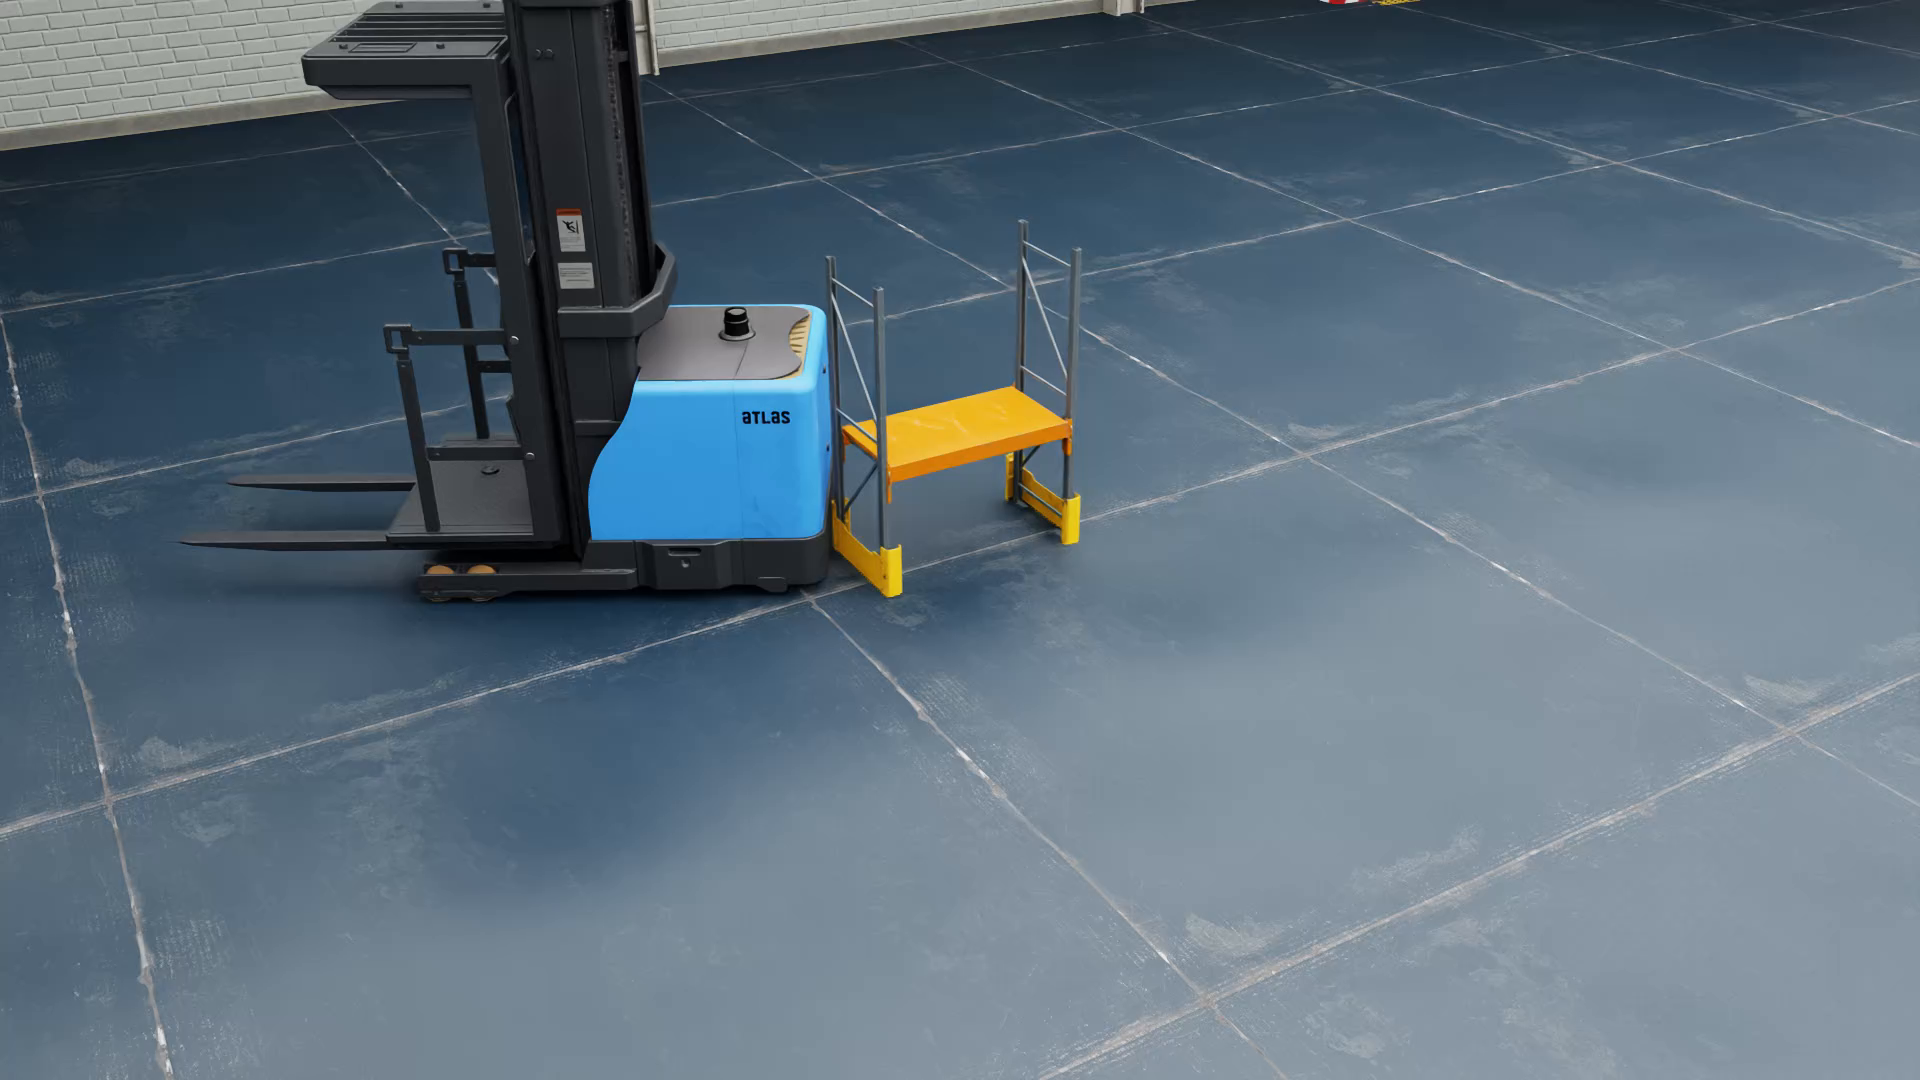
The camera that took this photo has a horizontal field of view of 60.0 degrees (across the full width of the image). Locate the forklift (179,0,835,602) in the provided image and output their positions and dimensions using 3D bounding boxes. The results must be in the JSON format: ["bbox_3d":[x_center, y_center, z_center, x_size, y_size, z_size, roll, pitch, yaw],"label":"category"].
[{"bbox_3d":[-2.146,-1.254,7.489,3.031,2.935,1.130,-1,29,-1],"label":"forklift"}]

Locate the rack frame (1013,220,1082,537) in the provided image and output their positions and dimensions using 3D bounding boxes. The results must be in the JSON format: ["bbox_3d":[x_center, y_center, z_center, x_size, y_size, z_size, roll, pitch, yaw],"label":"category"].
[{"bbox_3d":[0.412,-0.760,8.075,0.032,1.500,0.500,-16,33,-26],"label":"rack frame"}]

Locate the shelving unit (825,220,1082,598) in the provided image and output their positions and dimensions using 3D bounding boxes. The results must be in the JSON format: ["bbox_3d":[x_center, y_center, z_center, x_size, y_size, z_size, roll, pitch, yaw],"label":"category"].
[{"bbox_3d":[-0.018,-0.638,7.854,1.083,1.500,0.587,-16,33,-26],"label":"shelving unit"}]

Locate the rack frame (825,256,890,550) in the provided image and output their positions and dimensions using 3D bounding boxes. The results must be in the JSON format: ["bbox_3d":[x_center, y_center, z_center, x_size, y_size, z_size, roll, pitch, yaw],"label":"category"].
[{"bbox_3d":[-0.465,-0.511,7.624,0.032,1.500,0.500,-16,33,-26],"label":"rack frame"}]

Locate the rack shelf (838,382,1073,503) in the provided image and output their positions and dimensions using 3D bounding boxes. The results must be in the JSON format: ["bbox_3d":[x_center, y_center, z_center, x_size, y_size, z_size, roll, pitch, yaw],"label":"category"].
[{"bbox_3d":[-0.026,-0.478,7.936,1.000,0.185,0.538,-16,33,-26],"label":"rack shelf"}]

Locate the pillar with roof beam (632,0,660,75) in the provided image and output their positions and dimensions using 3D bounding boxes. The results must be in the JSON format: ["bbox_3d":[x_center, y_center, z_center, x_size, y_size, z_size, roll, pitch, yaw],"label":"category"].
[{"bbox_3d":[-1.090,-6.847,11.344,0.400,9.000,9.100,-16,33,-26],"label":"pillar with roof beam"}]

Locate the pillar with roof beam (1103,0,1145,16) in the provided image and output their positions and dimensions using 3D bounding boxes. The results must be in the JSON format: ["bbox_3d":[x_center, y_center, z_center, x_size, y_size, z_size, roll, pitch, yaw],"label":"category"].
[{"bbox_3d":[4.083,-8.316,14.006,0.400,9.000,9.100,-16,33,-26],"label":"pillar with roof beam"}]

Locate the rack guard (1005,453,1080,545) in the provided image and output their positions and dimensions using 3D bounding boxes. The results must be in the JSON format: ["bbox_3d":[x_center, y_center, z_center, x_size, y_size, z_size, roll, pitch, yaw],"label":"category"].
[{"bbox_3d":[0.411,-0.212,8.376,0.087,0.250,0.587,-16,33,-26],"label":"rack guard"}]

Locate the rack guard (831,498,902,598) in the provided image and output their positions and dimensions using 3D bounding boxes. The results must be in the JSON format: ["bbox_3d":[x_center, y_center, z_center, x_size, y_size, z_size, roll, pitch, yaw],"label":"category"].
[{"bbox_3d":[-0.448,0.031,7.935,0.087,0.250,0.587,-16,33,-26],"label":"rack guard"}]
